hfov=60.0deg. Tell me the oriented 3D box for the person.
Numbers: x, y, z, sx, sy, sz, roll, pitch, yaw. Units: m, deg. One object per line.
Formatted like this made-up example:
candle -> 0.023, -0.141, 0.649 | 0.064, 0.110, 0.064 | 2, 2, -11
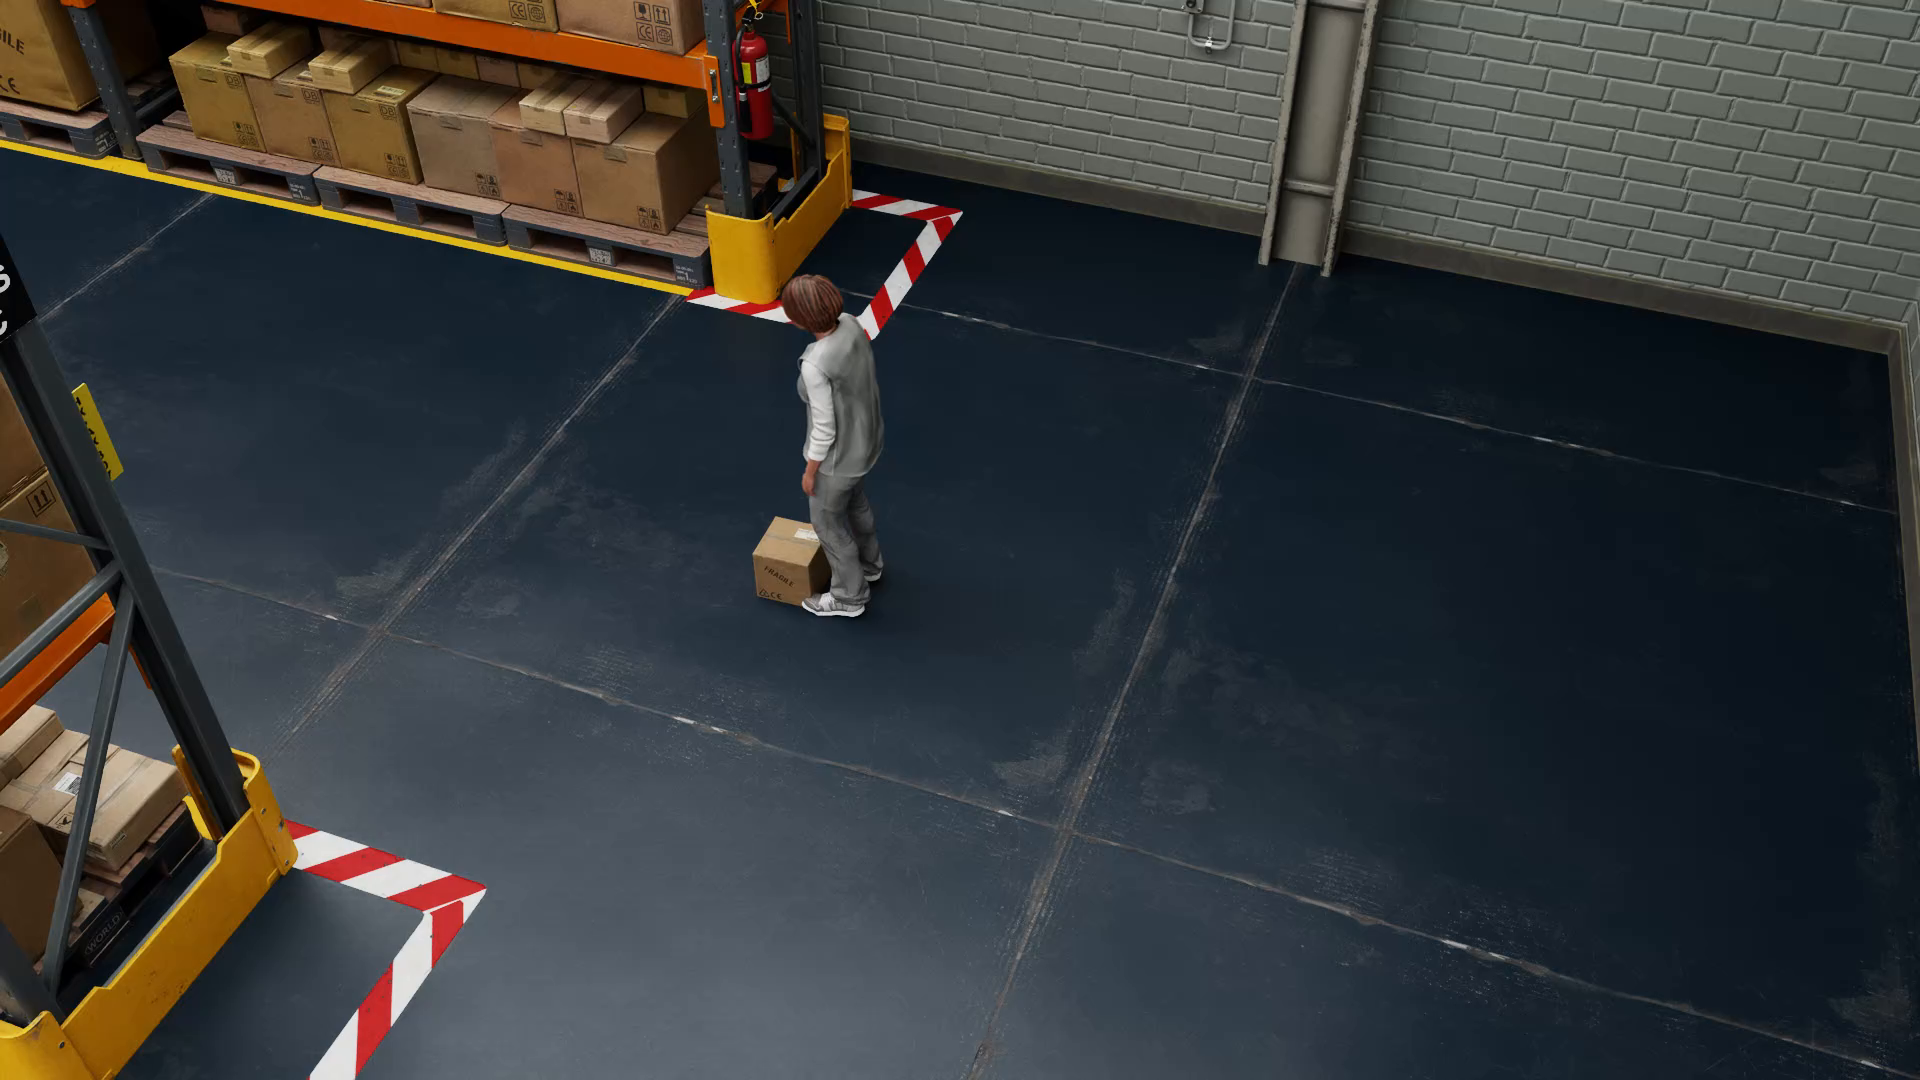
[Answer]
person -> -0.480, -0.355, 6.561 | 0.343, 1.592, 0.460 | 14, 44, 15
